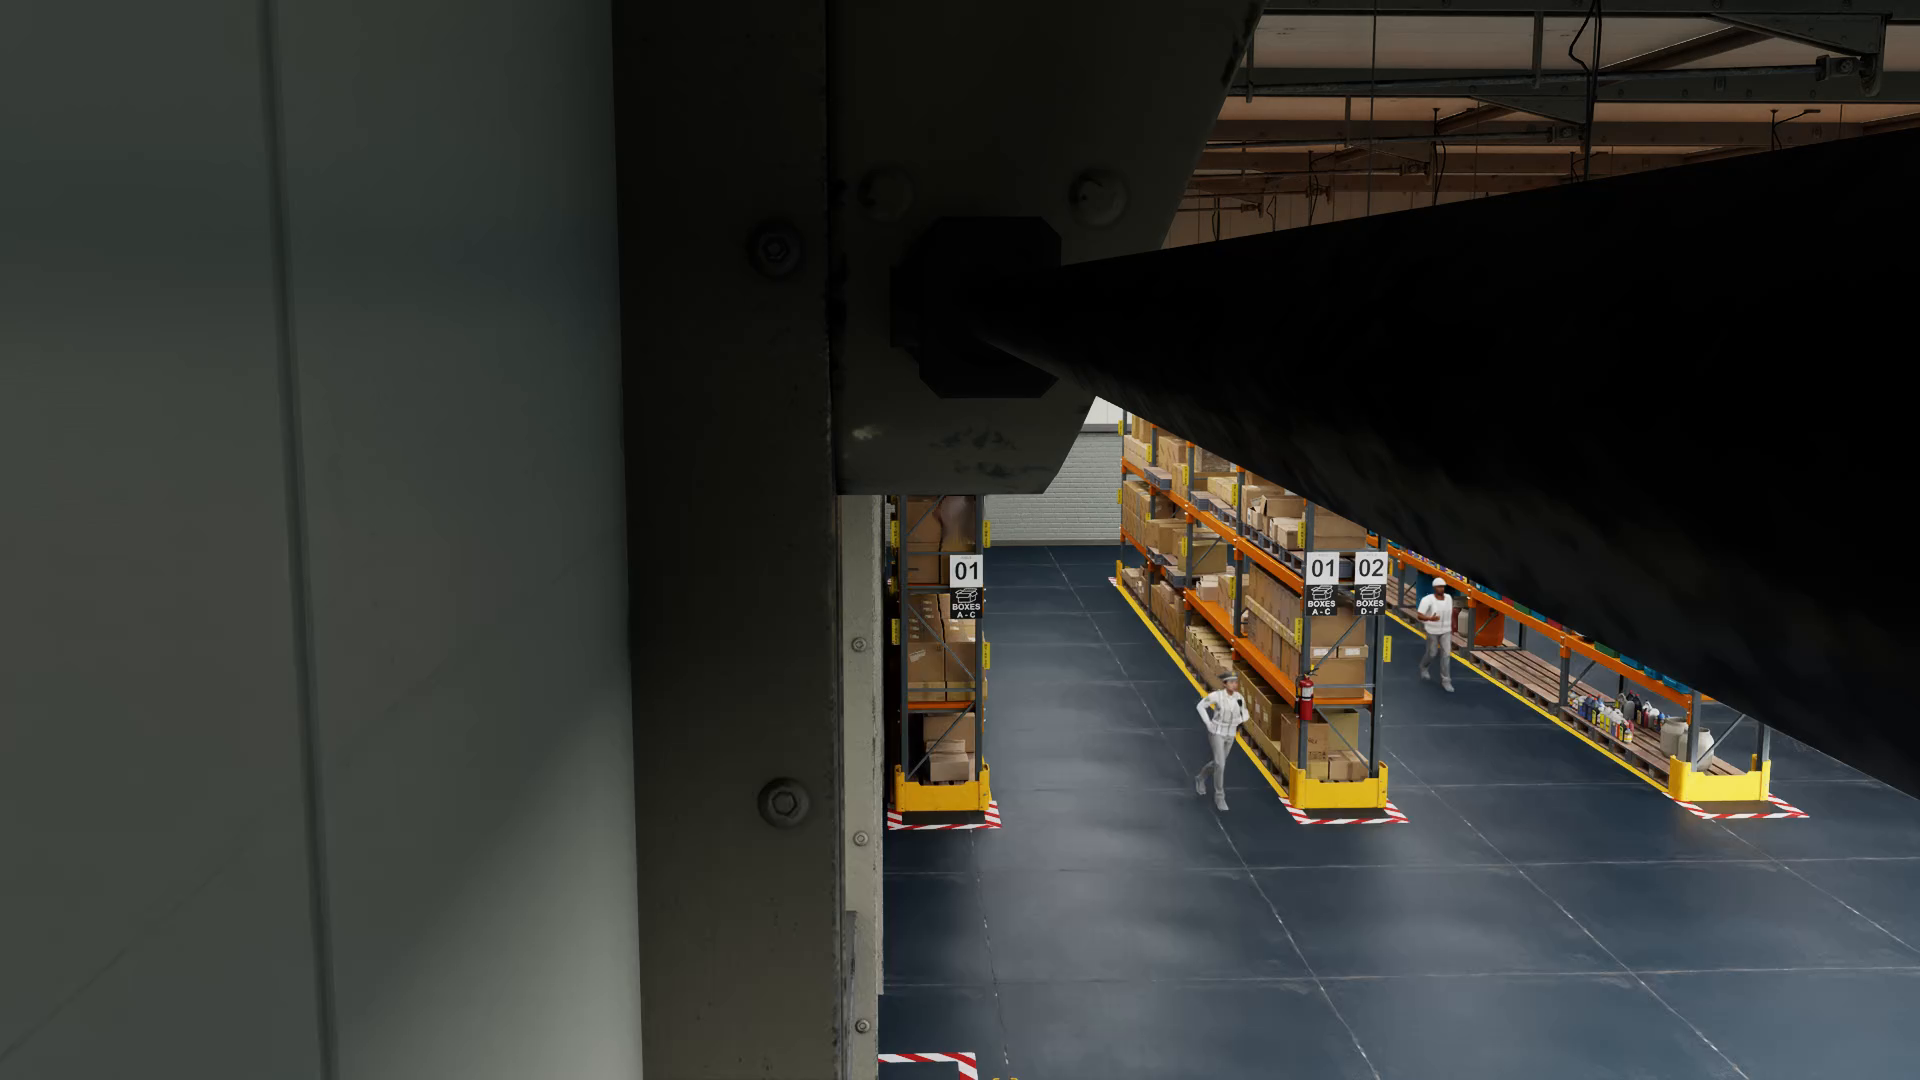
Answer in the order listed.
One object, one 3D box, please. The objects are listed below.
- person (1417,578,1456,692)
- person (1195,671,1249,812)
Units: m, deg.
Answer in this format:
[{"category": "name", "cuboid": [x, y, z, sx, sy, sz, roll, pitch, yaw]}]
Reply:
[{"category": "person", "cuboid": [7.703, 1.485, 26.822, 0.695, 1.771, 0.962, -1, 9, -8]}, {"category": "person", "cuboid": [3.303, 2.461, 20.828, 0.608, 1.720, 0.824, -3, 9, -22]}]
